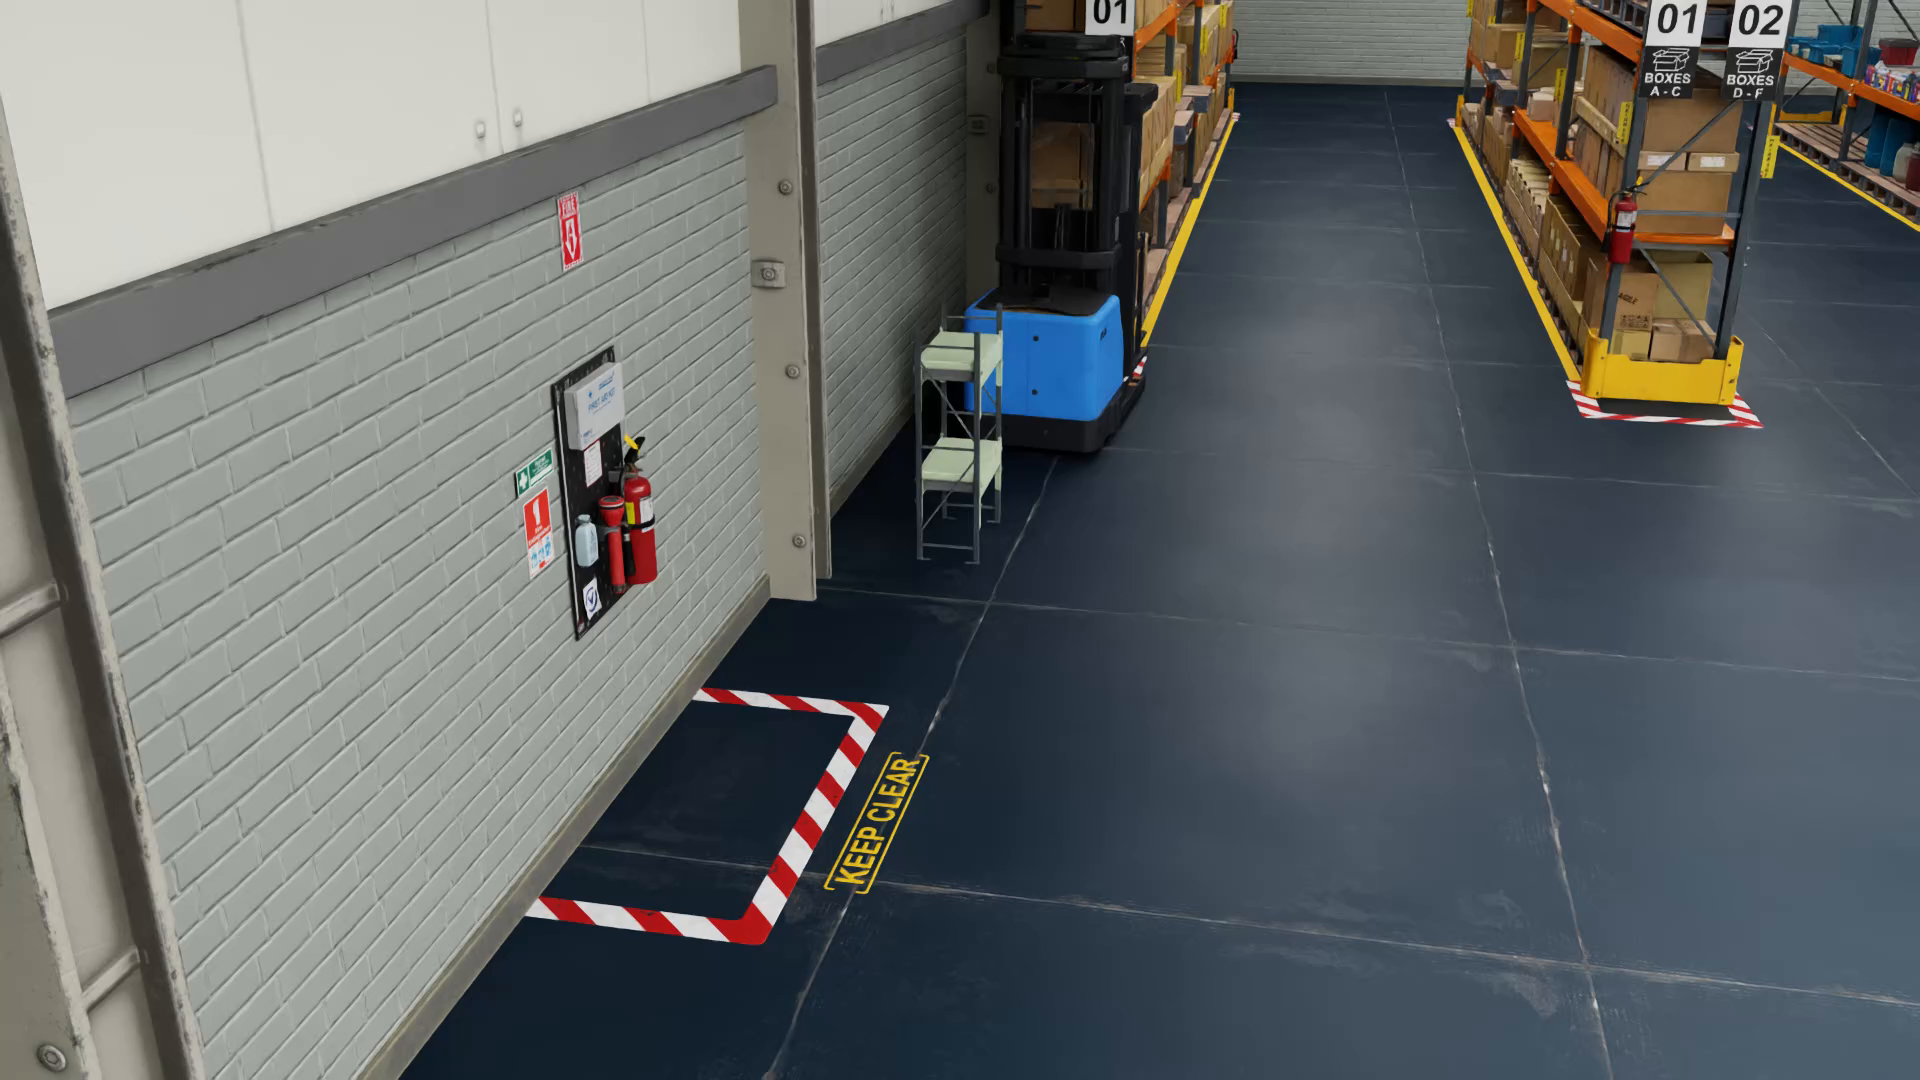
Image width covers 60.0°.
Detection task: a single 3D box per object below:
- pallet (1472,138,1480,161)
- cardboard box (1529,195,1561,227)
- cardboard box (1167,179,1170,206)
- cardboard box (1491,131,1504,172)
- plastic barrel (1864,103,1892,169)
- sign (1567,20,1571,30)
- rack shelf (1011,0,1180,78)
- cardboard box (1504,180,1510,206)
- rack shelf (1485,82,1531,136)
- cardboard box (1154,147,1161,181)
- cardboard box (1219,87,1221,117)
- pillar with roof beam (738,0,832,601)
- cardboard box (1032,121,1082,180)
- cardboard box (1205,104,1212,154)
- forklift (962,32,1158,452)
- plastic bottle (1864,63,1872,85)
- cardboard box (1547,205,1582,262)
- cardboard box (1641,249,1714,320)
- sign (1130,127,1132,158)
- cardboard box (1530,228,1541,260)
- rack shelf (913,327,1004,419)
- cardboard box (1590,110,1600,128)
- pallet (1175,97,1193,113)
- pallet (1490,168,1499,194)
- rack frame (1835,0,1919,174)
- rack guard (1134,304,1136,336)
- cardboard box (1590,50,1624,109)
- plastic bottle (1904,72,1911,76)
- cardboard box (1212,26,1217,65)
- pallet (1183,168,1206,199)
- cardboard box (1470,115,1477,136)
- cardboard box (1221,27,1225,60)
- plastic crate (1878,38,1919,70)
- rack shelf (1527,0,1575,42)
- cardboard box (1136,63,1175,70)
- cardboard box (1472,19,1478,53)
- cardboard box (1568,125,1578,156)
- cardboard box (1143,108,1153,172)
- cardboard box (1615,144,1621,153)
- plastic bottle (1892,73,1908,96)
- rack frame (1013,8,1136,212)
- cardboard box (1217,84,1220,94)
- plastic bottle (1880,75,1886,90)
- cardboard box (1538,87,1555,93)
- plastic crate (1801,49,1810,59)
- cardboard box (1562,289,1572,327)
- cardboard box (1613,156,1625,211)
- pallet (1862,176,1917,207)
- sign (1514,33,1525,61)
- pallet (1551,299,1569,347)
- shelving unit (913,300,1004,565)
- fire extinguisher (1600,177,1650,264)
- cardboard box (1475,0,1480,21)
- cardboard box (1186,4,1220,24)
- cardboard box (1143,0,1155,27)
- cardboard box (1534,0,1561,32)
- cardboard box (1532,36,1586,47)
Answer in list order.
[{"bbox_3d":[8.385,-5.952,25.350,1.003,0.211,1.213,4,22,11],"label":"pallet"},{"bbox_3d":[6.513,-3.609,18.167,0.500,0.311,0.500,5,22,12],"label":"cardboard box"},{"bbox_3d":[2.189,-4.322,20.327,0.700,0.500,0.500,4,22,11],"label":"cardboard box"},{"bbox_3d":[7.596,-5.318,22.800,0.500,0.500,0.500,4,22,9],"label":"cardboard box"},{"bbox_3d":[12.964,-5.639,23.088,0.600,0.901,0.708,4,22,11],"label":"plastic barrel"},{"bbox_3d":[8.788,-7.491,23.888,0.100,0.325,0.005,4,22,11],"label":"sign"},{"bbox_3d":[1.353,-4.771,15.633,1.077,0.370,4.000,4,22,11],"label":"rack shelf"},{"bbox_3d":[7.033,-4.282,20.589,0.500,0.250,0.500,4,22,11],"label":"cardboard box"},{"bbox_3d":[7.836,-5.930,22.524,1.077,0.370,4.000,4,22,11],"label":"rack shelf"},{"bbox_3d":[1.662,-3.638,16.045,0.500,0.250,0.500,5,22,11],"label":"cardboard box"},{"bbox_3d":[3.961,-7.238,27.595,0.700,0.500,0.500,4,22,9],"label":"cardboard box"},{"bbox_3d":[3.231,-3.564,7.659,9.100,9.000,0.400,4,22,11],"label":"pillar with roof beam"},{"bbox_3d":[0.833,-3.458,14.596,0.500,0.500,0.500,4,22,10],"label":"cardboard box"},{"bbox_3d":[3.210,-5.996,24.041,0.750,0.750,0.750,5,23,13],"label":"cardboard box"},{"bbox_3d":[0.919,-2.527,13.204,1.130,2.935,3.031,6,23,15],"label":"forklift"},{"bbox_3d":[12.600,-6.460,23.035,0.061,0.283,0.133,4,22,11],"label":"plastic bottle"},{"bbox_3d":[6.116,-3.007,16.419,0.500,0.500,0.500,4,22,11],"label":"cardboard box"},{"bbox_3d":[6.222,-2.235,14.503,0.500,0.500,0.500,4,22,11],"label":"cardboard box"},{"bbox_3d":[1.476,-3.343,13.979,0.100,0.325,0.005,4,22,11],"label":"sign"},{"bbox_3d":[6.412,-3.162,17.808,0.500,0.250,0.500,4,22,10],"label":"cardboard box"},{"bbox_3d":[-0.001,-1.055,10.422,0.431,0.370,0.720,4,22,11],"label":"rack shelf"},{"bbox_3d":[6.160,-3.959,15.666,0.380,0.149,0.250,4,22,9],"label":"cardboard box"},{"bbox_3d":[2.213,-5.092,19.738,1.003,0.211,1.213,4,22,11],"label":"pallet"},{"bbox_3d":[7.868,-4.953,22.870,1.003,0.211,1.213,4,22,11],"label":"pallet"},{"bbox_3d":[13.092,-6.616,23.265,1.000,3.000,0.127,4,22,11],"label":"rack frame"},{"bbox_3d":[0.960,-1.851,14.779,1.175,0.500,0.348,4,22,11],"label":"rack guard"},{"bbox_3d":[6.425,-4.369,15.817,0.700,0.500,0.500,4,22,11],"label":"cardboard box"},{"bbox_3d":[12.585,-6.068,22.070,0.152,0.276,0.135,4,22,11],"label":"plastic bottle"},{"bbox_3d":[3.452,-7.189,24.130,0.500,0.500,0.500,5,22,11],"label":"cardboard box"},{"bbox_3d":[2.812,-4.897,22.731,1.003,0.211,1.213,4,22,11],"label":"pallet"},{"bbox_3d":[8.235,-6.456,25.878,0.500,0.311,0.500,4,22,11],"label":"cardboard box"},{"bbox_3d":[3.675,-7.974,26.236,0.980,0.700,0.700,4,22,10],"label":"cardboard box"},{"bbox_3d":[13.520,-6.981,24.005,0.402,0.464,0.583,4,22,11],"label":"plastic crate"},{"bbox_3d":[7.019,-5.858,18.332,1.077,0.370,4.000,4,22,11],"label":"rack shelf"},{"bbox_3d":[2.019,-5.083,18.737,0.700,0.500,0.500,7,23,16],"label":"cardboard box"},{"bbox_3d":[8.611,-8.173,26.997,0.500,0.500,0.500,4,22,10],"label":"cardboard box"},{"bbox_3d":[6.669,-4.183,17.425,0.500,0.250,0.500,6,23,14],"label":"cardboard box"},{"bbox_3d":[1.447,-3.601,14.951,0.500,0.500,0.500,5,22,11],"label":"cardboard box"},{"bbox_3d":[5.844,-3.389,14.250,0.380,0.149,0.250,5,22,12],"label":"cardboard box"},{"bbox_3d":[12.388,-5.994,21.889,0.152,0.276,0.135,4,22,11],"label":"plastic bottle"},{"bbox_3d":[0.945,-2.982,14.243,1.000,3.000,0.127,4,22,11],"label":"rack frame"},{"bbox_3d":[4.001,-7.275,26.818,0.380,0.149,0.250,4,22,9],"label":"cardboard box"},{"bbox_3d":[12.480,-6.174,22.433,0.097,0.201,0.097,0,22,0],"label":"plastic bottle"},{"bbox_3d":[7.311,-5.361,20.268,0.500,0.311,0.500,6,23,14],"label":"cardboard box"},{"bbox_3d":[13.251,-7.560,25.882,0.250,0.136,0.298,4,22,11],"label":"plastic crate"},{"bbox_3d":[5.806,-2.111,15.198,0.500,0.250,0.500,4,22,11],"label":"cardboard box"},{"bbox_3d":[6.005,-3.015,14.190,0.700,0.500,0.500,5,22,12],"label":"cardboard box"},{"bbox_3d":[12.647,-4.596,21.982,1.003,0.211,1.213,4,22,11],"label":"pallet"},{"bbox_3d":[6.894,-6.070,20.466,0.100,0.325,0.005,4,22,11],"label":"sign"},{"bbox_3d":[6.161,-2.040,15.637,1.003,0.211,1.213,4,22,11],"label":"pallet"},{"bbox_3d":[-0.001,-0.693,10.567,0.431,1.500,0.755,4,22,11],"label":"shelving unit"},{"bbox_3d":[5.316,-2.562,13.304,0.296,0.674,0.183,4,22,11],"label":"fire extinguisher"},{"bbox_3d":[8.612,-8.634,26.804,0.500,0.500,0.500,5,22,11],"label":"cardboard box"},{"bbox_3d":[3.549,-7.722,24.450,0.500,0.250,0.500,5,22,12],"label":"cardboard box"},{"bbox_3d":[1.402,-4.726,14.398,0.500,0.500,0.500,6,23,14],"label":"cardboard box"},{"bbox_3d":[8.615,-7.656,24.375,0.500,0.500,0.500,5,22,12],"label":"cardboard box"},{"bbox_3d":[7.819,-6.332,21.864,0.700,0.500,0.500,9,24,21],"label":"cardboard box"}]
